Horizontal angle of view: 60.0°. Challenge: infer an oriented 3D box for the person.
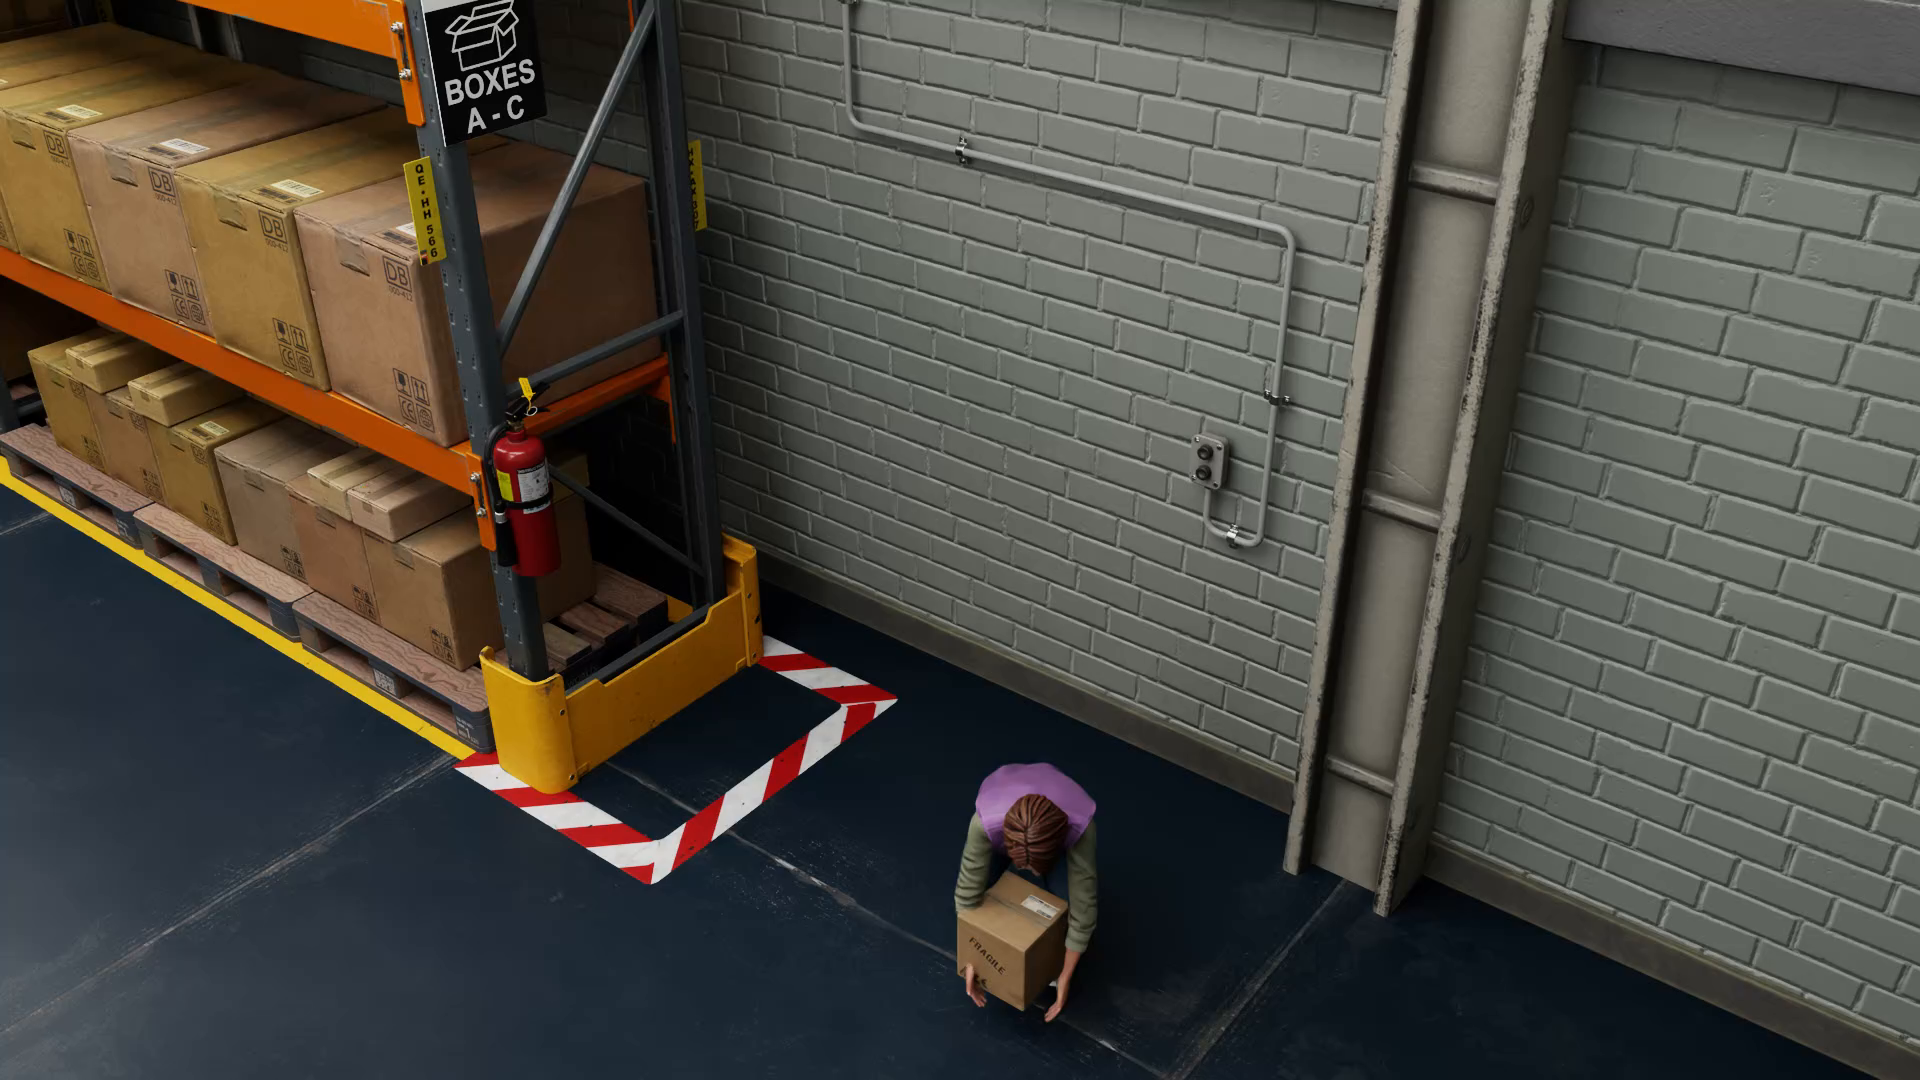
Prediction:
[{"bbox_3d":[0.217,1.039,5.152,0.446,0.856,0.762,5,32,8],"label":"person"}]
